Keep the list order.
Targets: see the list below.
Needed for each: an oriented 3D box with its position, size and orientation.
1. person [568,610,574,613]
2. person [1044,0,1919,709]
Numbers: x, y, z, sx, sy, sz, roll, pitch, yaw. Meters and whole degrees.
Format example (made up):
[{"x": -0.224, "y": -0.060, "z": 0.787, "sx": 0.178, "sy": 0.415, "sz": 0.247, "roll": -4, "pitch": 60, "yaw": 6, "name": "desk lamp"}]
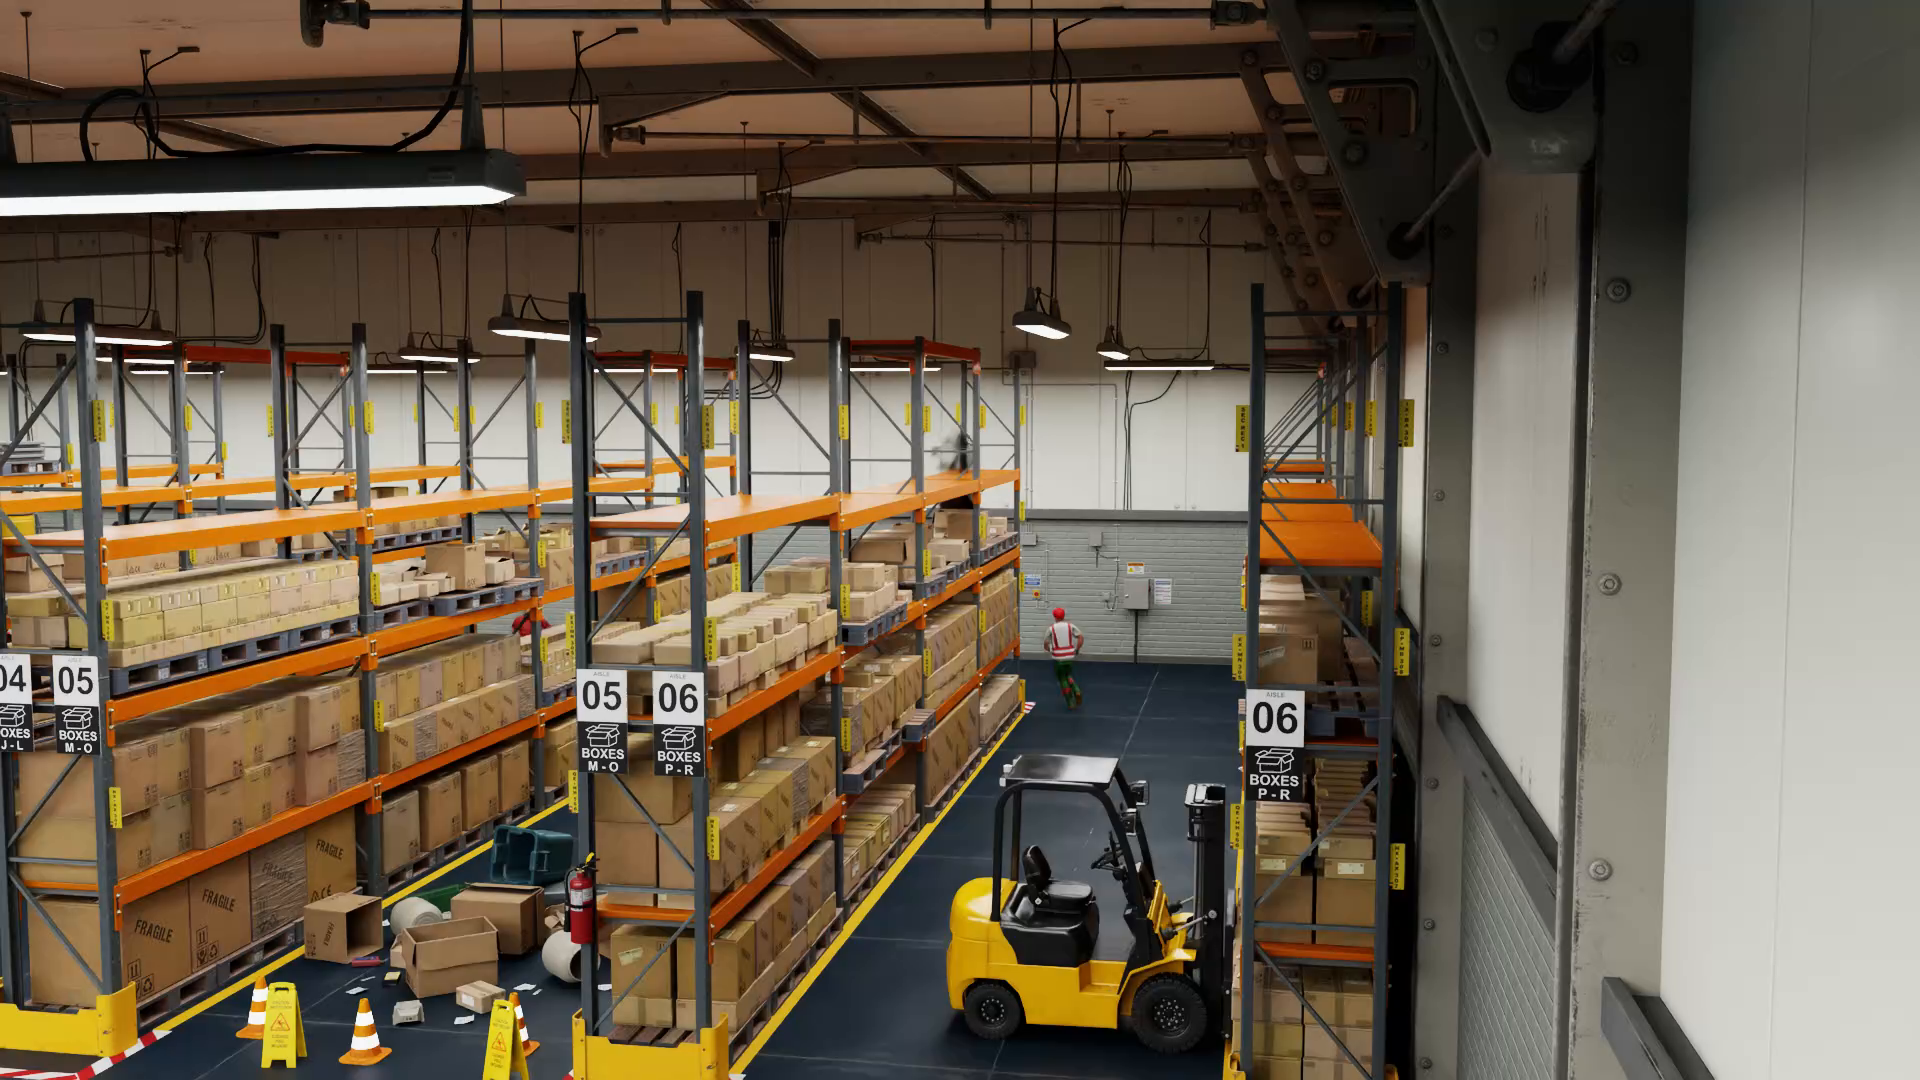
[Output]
[{"x": -6.456, "y": 1.983, "z": 27.630, "sx": 0.466, "sy": 1.651, "sz": 0.715, "roll": 1, "pitch": 5, "yaw": 6, "name": "person"}, {"x": 1.740, "y": -0.482, "z": 14.302, "sx": 9.444, "sy": 9.010, "sz": 26.689, "roll": -2, "pitch": 5, "yaw": -18, "name": "person"}]
